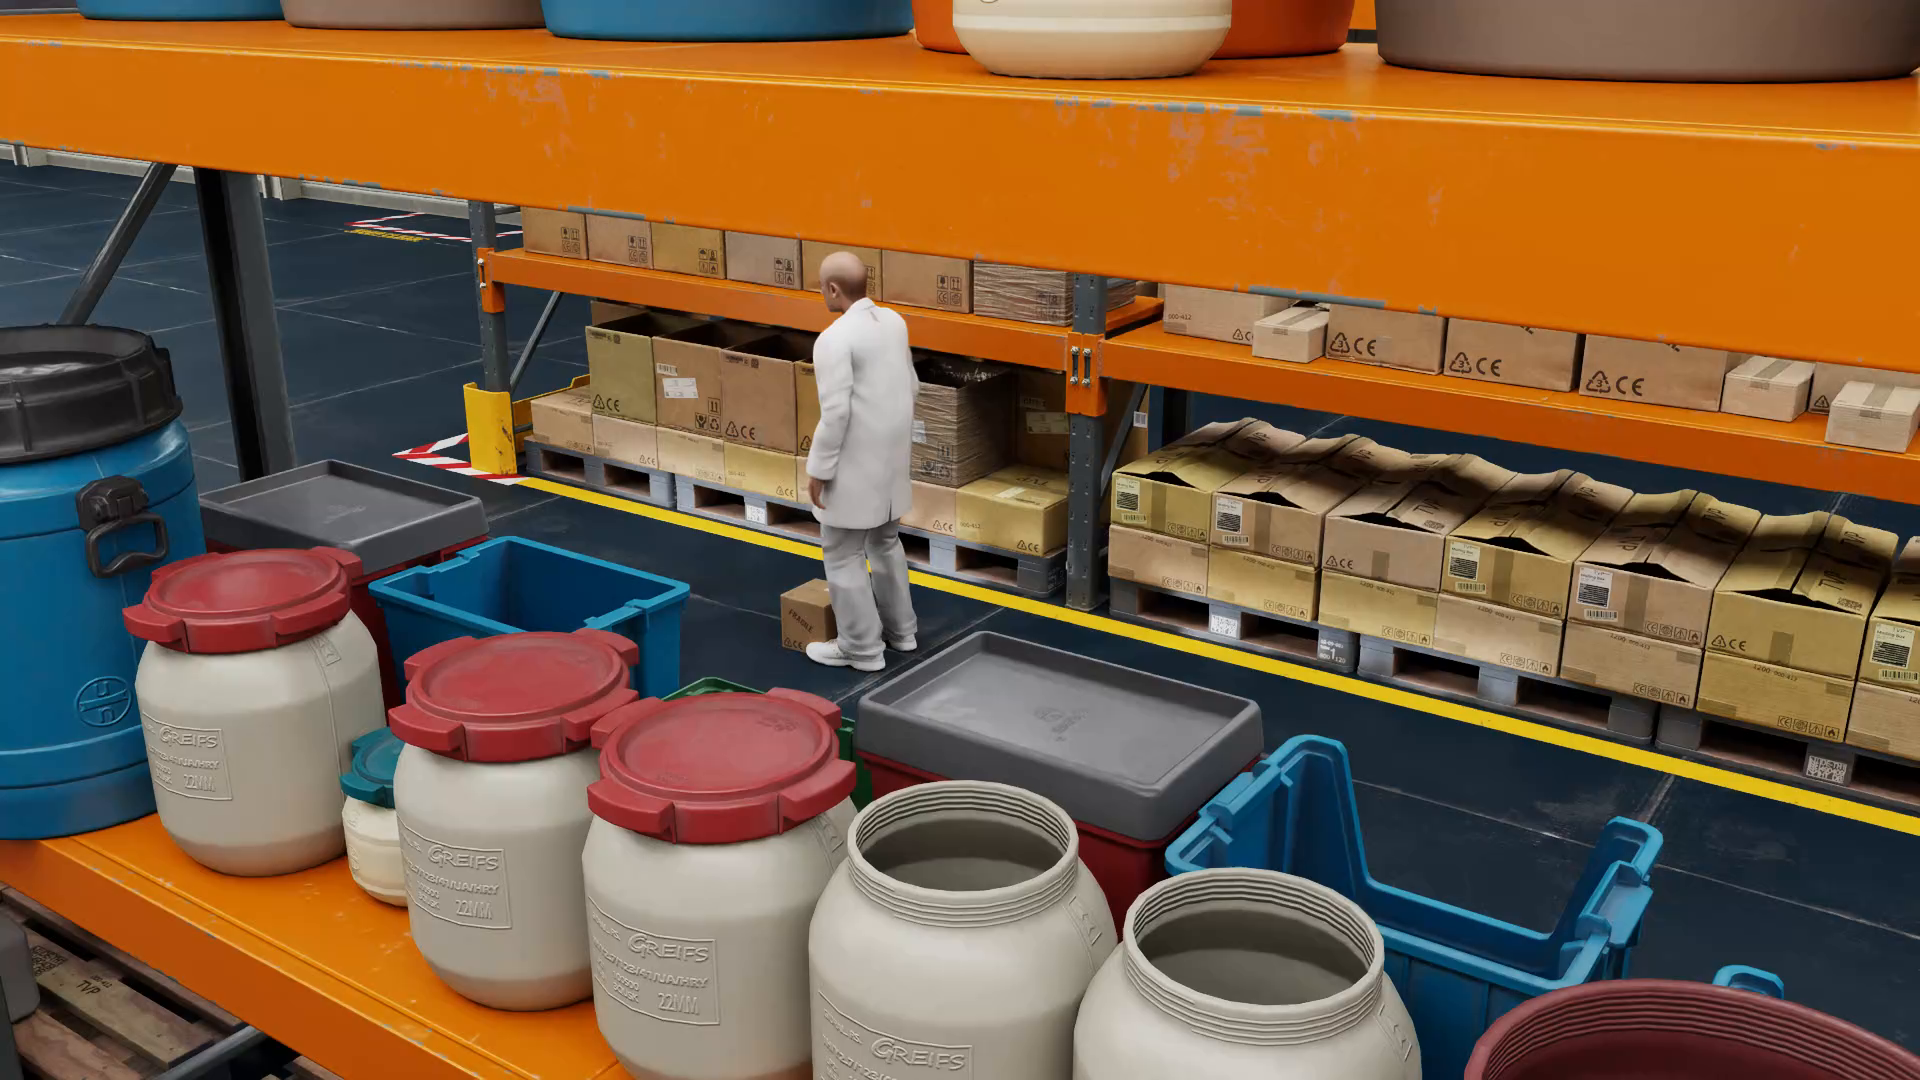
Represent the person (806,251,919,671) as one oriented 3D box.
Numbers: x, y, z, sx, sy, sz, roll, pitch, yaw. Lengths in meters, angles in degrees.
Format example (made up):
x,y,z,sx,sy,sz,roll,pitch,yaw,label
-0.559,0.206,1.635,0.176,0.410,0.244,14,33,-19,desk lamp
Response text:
x,y,z,sx,sy,sz,roll,pitch,yaw,label
-0.415,-0.328,7.018,0.418,1.774,0.648,13,23,32,person
